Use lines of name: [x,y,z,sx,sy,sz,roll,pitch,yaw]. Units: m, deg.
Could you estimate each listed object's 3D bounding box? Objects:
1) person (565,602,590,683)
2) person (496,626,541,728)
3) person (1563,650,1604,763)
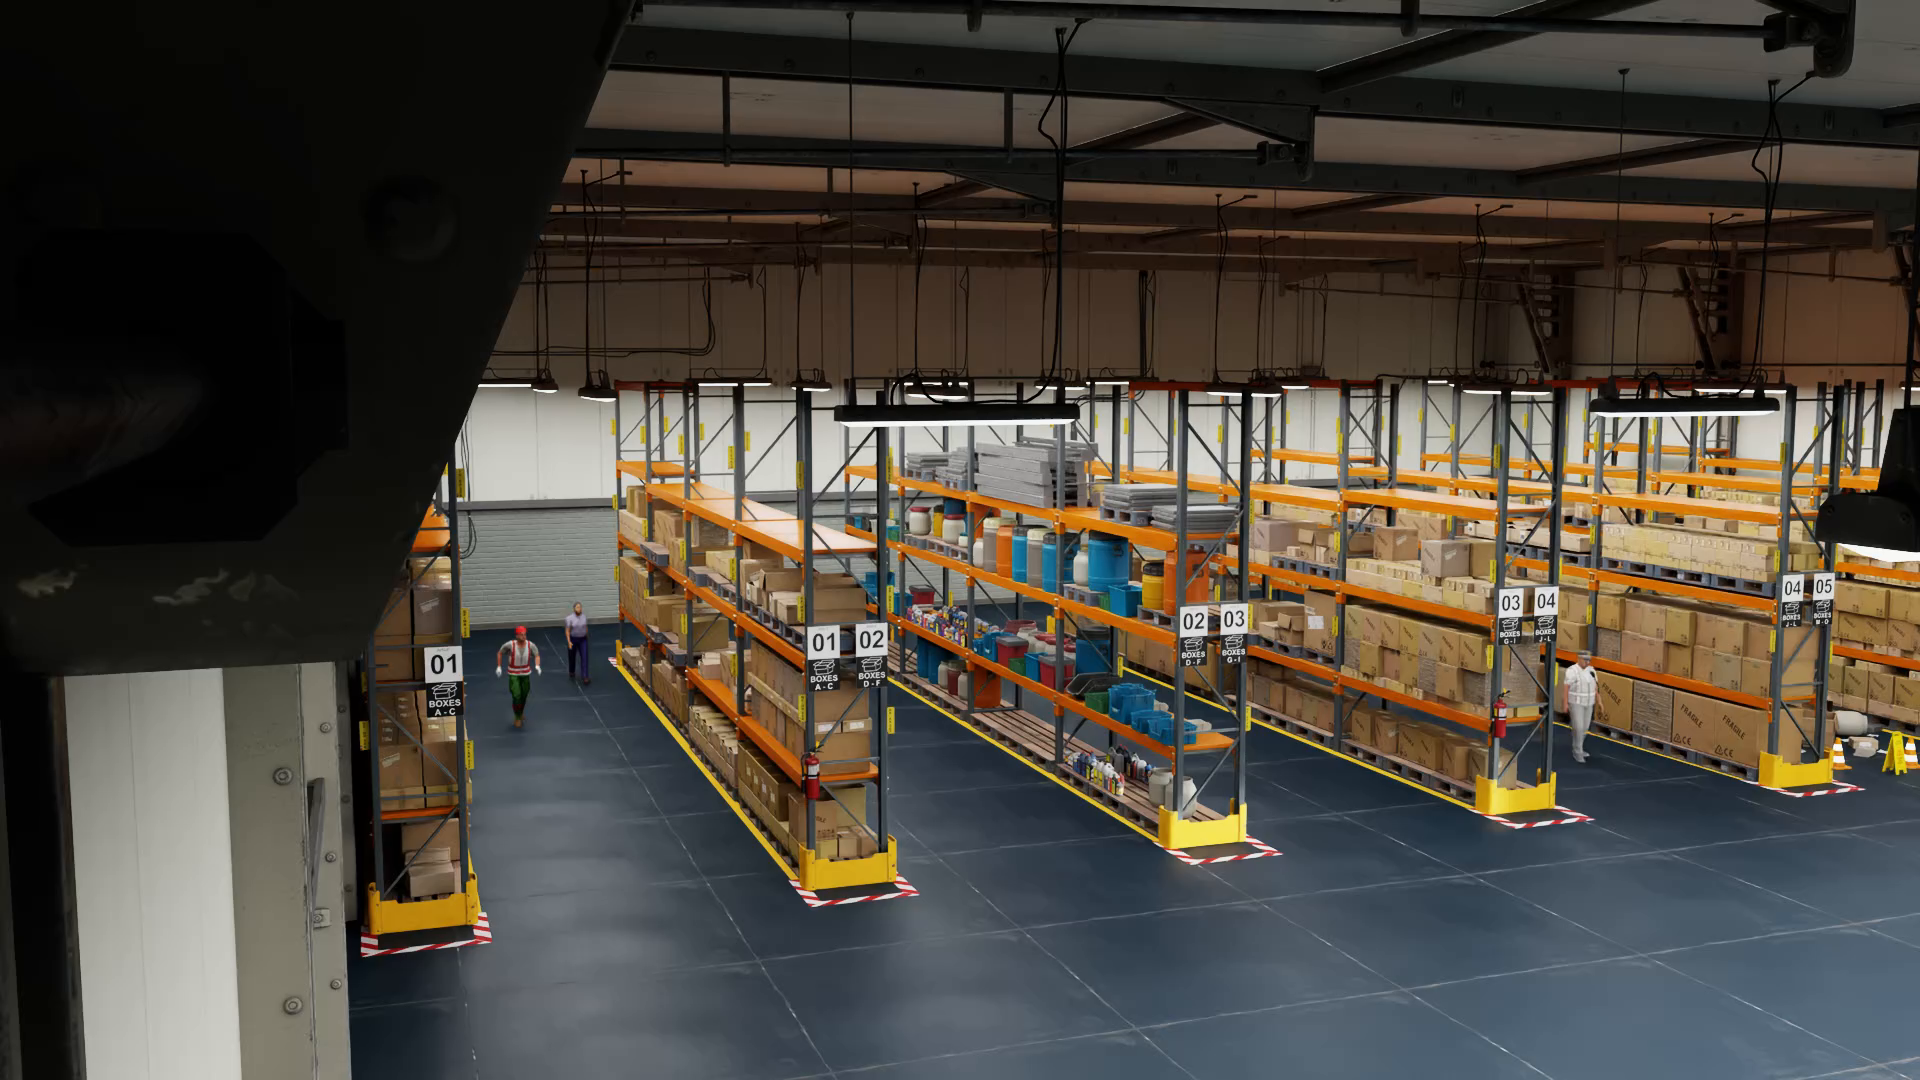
person: [-7.642,2.033,33.160,0.477,1.571,1.053,-2,6,-21]
person: [-7.757,2.384,29.237,0.731,1.787,0.772,-3,7,-28]
person: [10.000,2.666,26.687,0.585,1.813,0.546,-2,6,-18]
